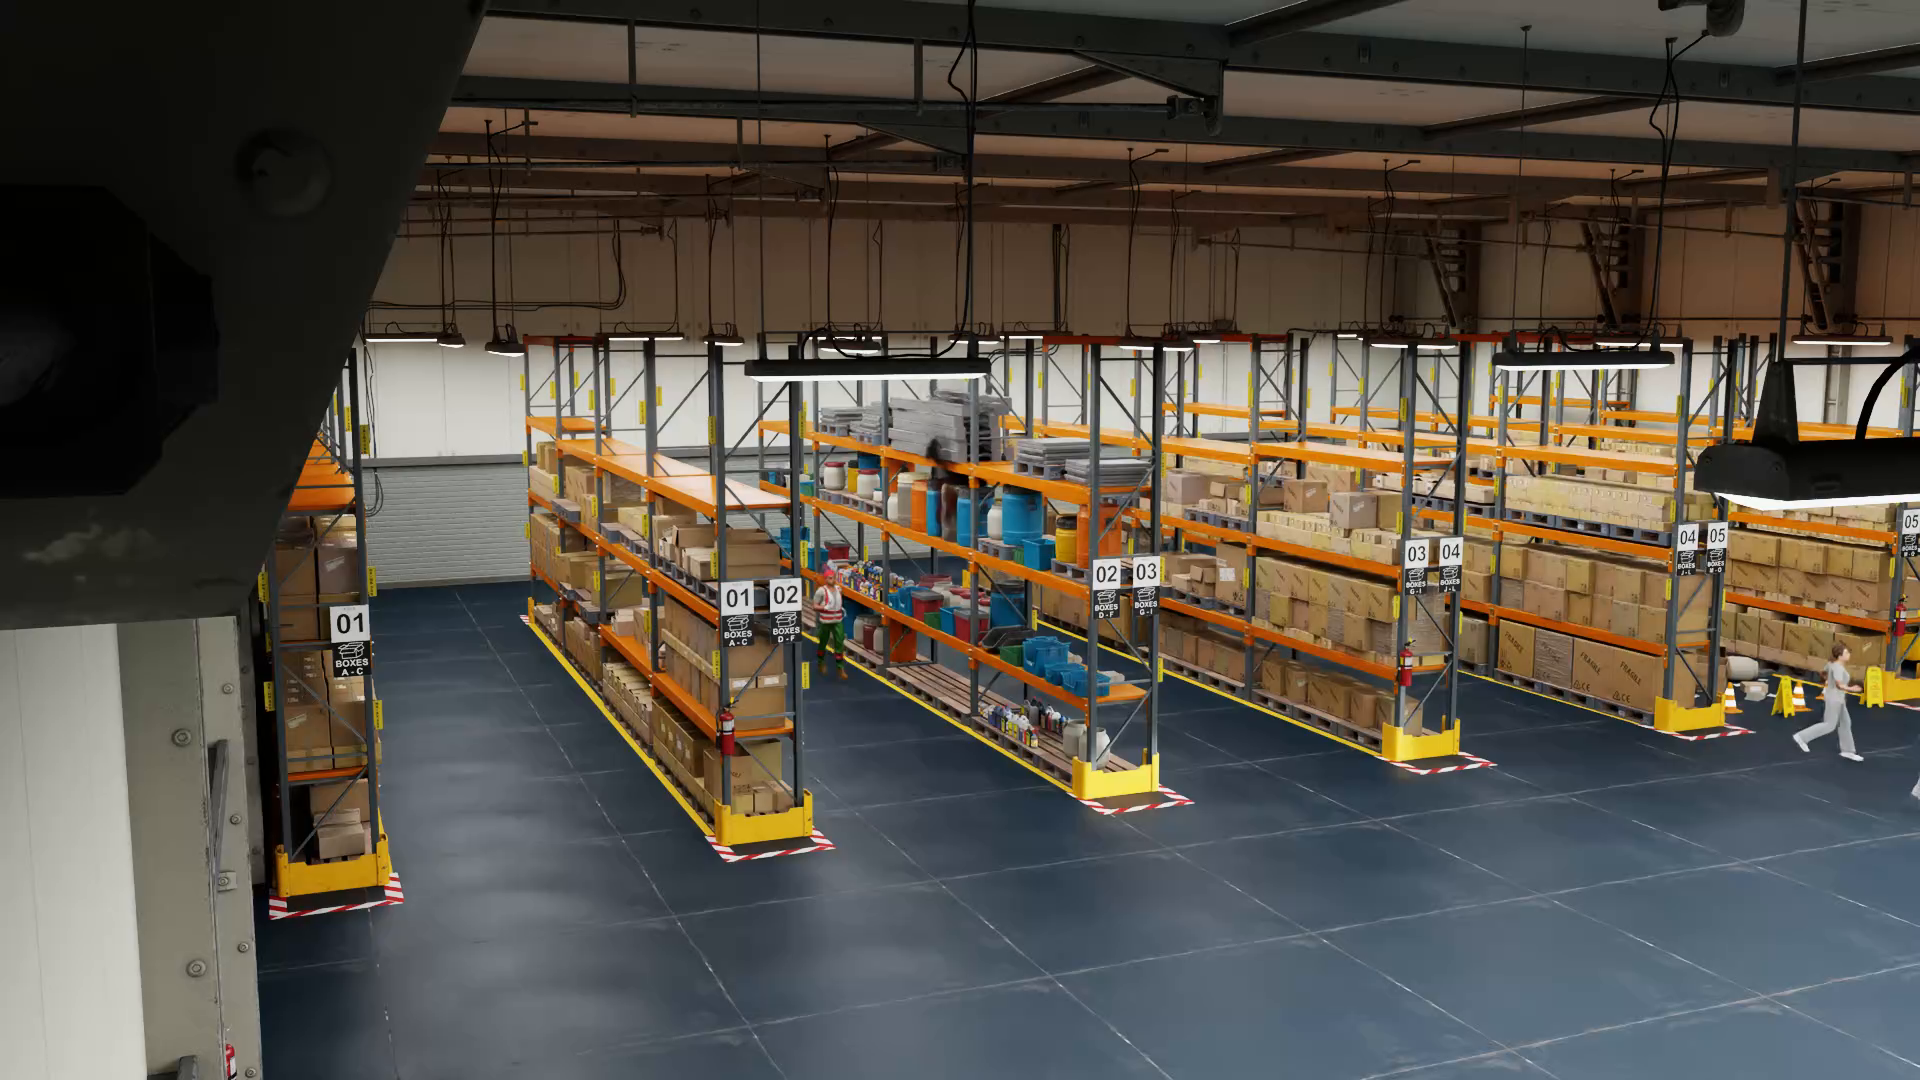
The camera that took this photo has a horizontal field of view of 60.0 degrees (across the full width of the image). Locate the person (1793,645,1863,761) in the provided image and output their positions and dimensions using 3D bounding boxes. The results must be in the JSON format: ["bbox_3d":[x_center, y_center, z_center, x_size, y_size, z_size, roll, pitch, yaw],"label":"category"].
[{"bbox_3d":[12.549,2.332,23.966,0.950,1.675,0.577,3,8,20],"label":"person"}]

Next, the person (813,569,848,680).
[{"bbox_3d":[-2.170,1.403,28.034,0.648,1.820,0.835,-4,9,-29],"label":"person"}]

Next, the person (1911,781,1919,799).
[{"bbox_3d":[12.754,2.611,21.305,0.937,1.819,0.673,1,8,9],"label":"person"}]

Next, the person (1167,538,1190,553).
[{"bbox_3d":[5.533,-0.074,41.868,0.937,1.689,0.733,1,8,5],"label":"person"}]
